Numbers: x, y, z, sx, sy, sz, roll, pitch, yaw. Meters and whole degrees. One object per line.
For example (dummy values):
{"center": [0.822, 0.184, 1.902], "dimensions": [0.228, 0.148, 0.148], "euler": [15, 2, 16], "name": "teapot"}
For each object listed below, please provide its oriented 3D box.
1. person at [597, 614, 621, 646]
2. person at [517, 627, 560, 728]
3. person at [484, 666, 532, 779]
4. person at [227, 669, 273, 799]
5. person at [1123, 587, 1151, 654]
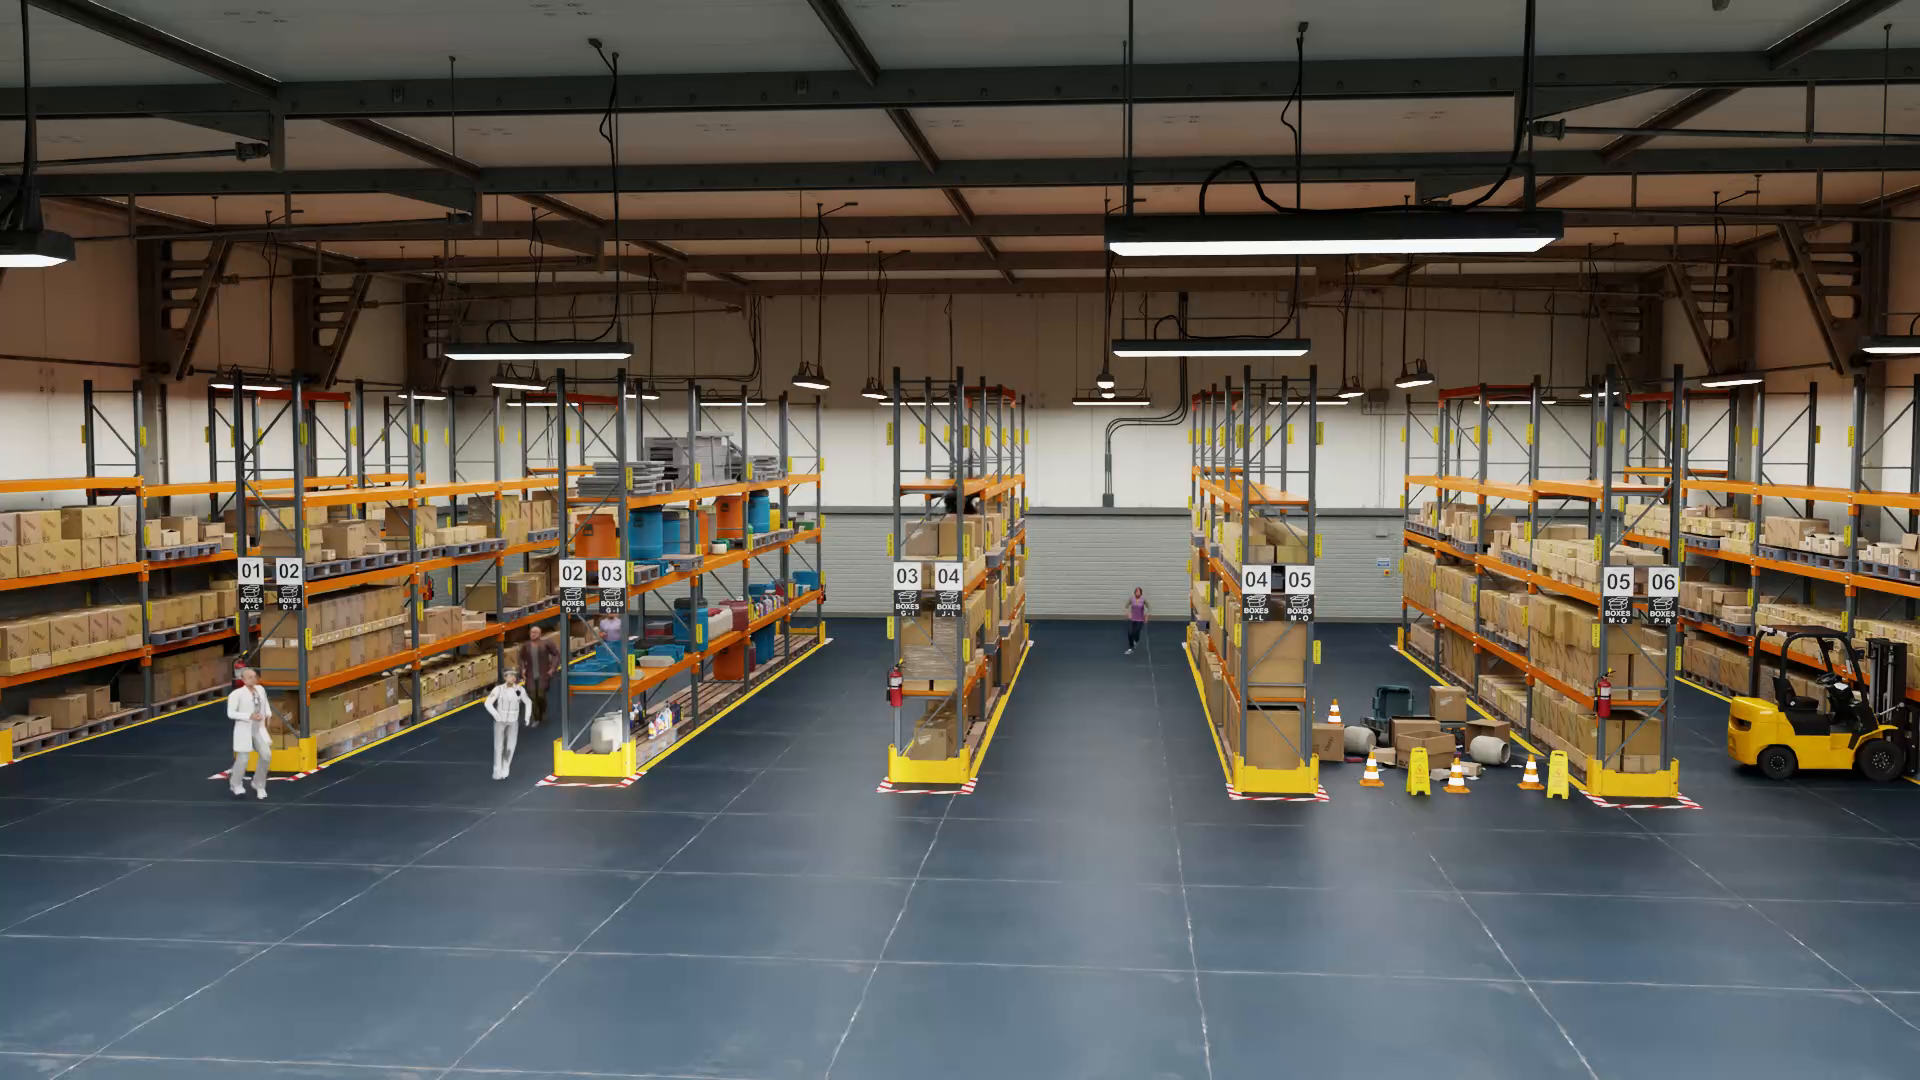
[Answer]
{"center": [-6.875, 2.151, 32.888], "dimensions": [0.586, 1.676, 0.661], "euler": [0, 4, -4], "name": "person"}
{"center": [-7.277, 2.361, 28.626], "dimensions": [0.717, 1.741, 0.557], "euler": [0, 4, 1], "name": "person"}
{"center": [-6.583, 2.666, 24.276], "dimensions": [0.688, 1.651, 0.538], "euler": [-1, 4, -19], "name": "person"}
{"center": [-9.814, 2.718, 23.040], "dimensions": [0.817, 1.844, 0.732], "euler": [3, 4, 36], "name": "person"}
{"center": [4.078, 1.869, 38.376], "dimensions": [0.629, 1.519, 0.500], "euler": [1, 4, 13], "name": "person"}
